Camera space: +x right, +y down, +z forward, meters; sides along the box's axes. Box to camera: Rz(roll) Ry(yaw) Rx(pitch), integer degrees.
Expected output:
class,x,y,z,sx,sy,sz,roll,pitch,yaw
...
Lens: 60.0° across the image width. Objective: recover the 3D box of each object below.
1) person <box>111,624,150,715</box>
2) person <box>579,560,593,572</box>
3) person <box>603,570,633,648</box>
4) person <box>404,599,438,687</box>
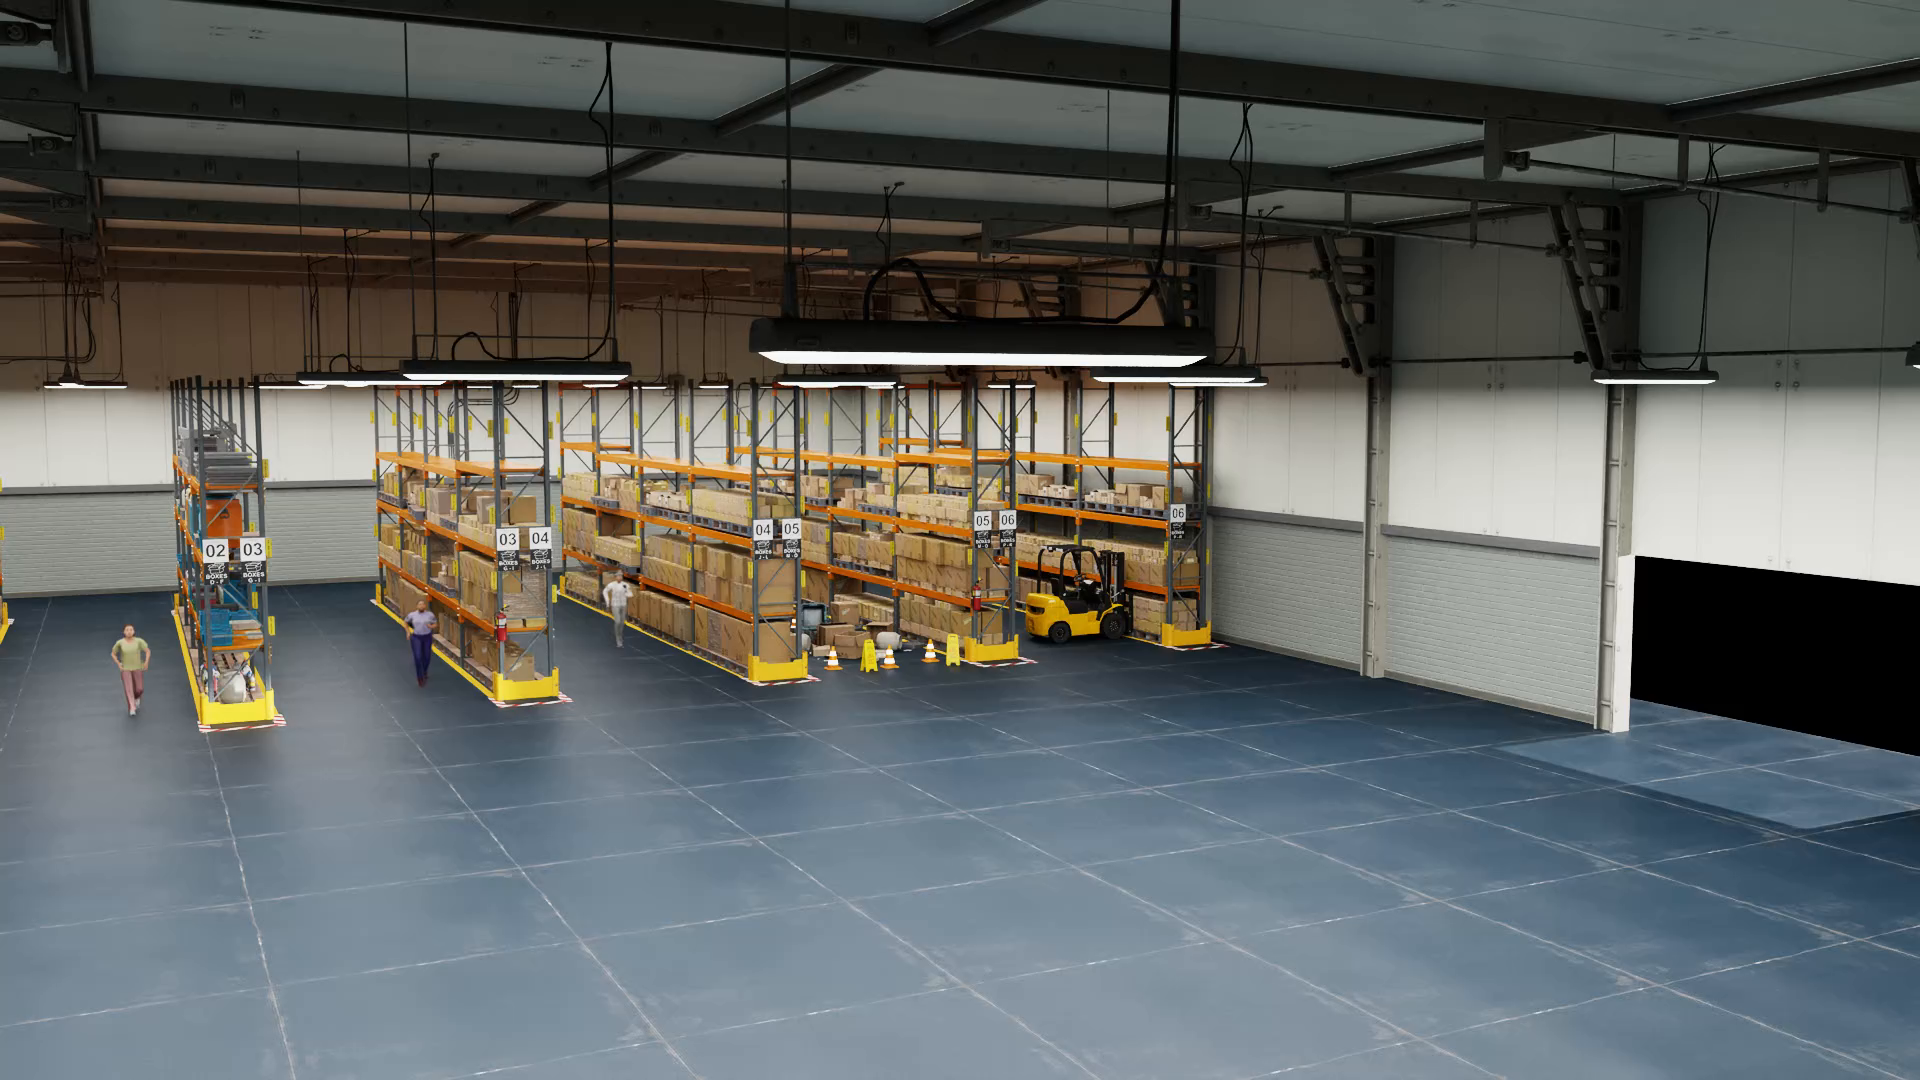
class,x,y,z,sx,sy,sz,roll,pitch,yaw
person,-14.727,2.287,29.540,0.624,1.616,0.595,-3,6,-30
person,-10.973,0.571,48.856,0.490,1.636,0.657,0,5,2
person,-7.709,1.530,37.594,0.587,1.736,0.808,-3,6,-29
person,-10.546,1.990,32.605,0.594,1.671,0.873,-3,6,-30
